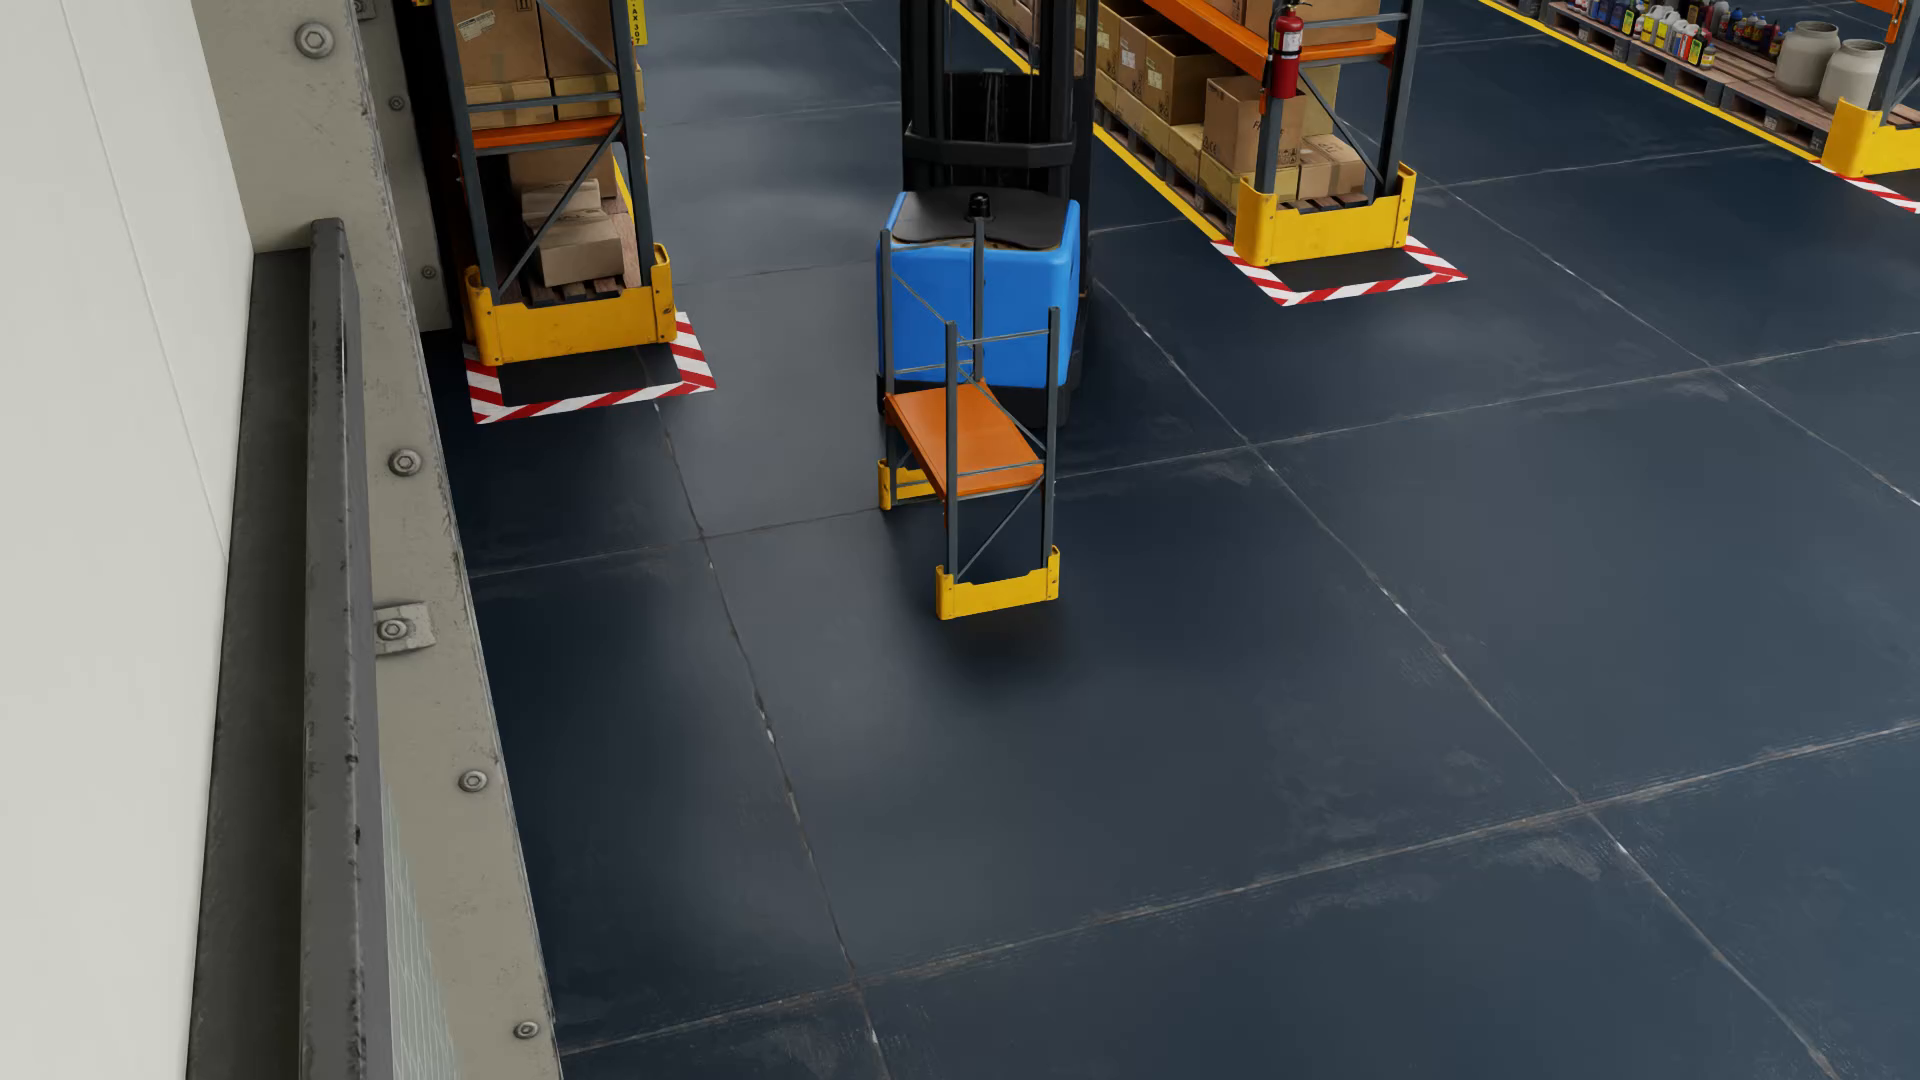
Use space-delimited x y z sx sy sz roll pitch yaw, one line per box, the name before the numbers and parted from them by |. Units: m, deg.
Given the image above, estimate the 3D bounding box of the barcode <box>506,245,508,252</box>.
barcode | -2.801 -1.800 10.284 0.001 0.075 0.075 -10 35 -15

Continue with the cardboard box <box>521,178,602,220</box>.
cardboard box | -2.589 -2.153 10.827 0.500 0.311 0.500 -7 34 -11

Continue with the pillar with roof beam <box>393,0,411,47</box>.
pillar with roof beam | -1.057 -9.013 13.727 9.100 9.000 0.400 -10 35 -15

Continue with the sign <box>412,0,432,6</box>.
sign | -2.824 -2.946 8.650 0.100 0.325 0.005 -10 35 -15

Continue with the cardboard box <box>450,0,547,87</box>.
cardboard box | -2.636 -2.884 9.331 0.500 0.500 0.500 -10 35 -15

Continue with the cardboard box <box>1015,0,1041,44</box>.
cardboard box | 0.804 -4.546 14.521 0.500 0.250 0.500 -10 35 -15

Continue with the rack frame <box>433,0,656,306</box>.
rack frame | -2.290 -2.414 9.182 1.000 3.000 0.127 -10 35 -15

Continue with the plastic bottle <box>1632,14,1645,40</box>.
plastic bottle | 5.898 -4.450 14.403 0.097 0.201 0.097 0 33 0

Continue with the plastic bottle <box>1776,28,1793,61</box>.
plastic bottle | 6.889 -4.129 13.854 0.097 0.271 0.097 0 33 0

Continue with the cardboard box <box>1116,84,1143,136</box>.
cardboard box | 1.513 -3.294 12.627 0.500 0.250 0.500 -10 35 -15

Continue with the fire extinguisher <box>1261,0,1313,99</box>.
fire extinguisher | 2.021 -3.076 10.254 0.296 0.674 0.183 -10 35 -15

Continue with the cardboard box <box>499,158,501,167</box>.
cardboard box | -3.041 -2.665 11.749 0.380 0.149 0.250 -13 36 -19

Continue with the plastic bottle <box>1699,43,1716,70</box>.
plastic bottle | 6.168 -3.986 13.701 0.097 0.201 0.097 0 33 0

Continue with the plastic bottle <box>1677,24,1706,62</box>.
plastic bottle | 6.117 -4.154 13.887 0.152 0.276 0.135 -10 35 -14

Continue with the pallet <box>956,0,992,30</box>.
pallet | 0.569 -5.207 15.939 1.003 0.211 1.213 -10 35 -15

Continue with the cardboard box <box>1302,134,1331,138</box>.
cardboard box | 2.319 -2.857 11.967 0.500 0.250 0.500 -10 35 -15

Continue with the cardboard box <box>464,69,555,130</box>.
cardboard box | -2.617 -2.572 9.540 0.500 0.250 0.500 -10 35 -14

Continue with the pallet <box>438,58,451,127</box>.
pallet | -3.749 -3.759 13.747 1.003 0.211 1.213 -10 35 -15

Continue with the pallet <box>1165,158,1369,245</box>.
pallet | 2.154 -2.480 11.811 1.003 0.211 1.213 -10 35 -15

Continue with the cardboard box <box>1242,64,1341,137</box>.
cardboard box | 2.321 -3.171 11.760 0.500 0.500 0.500 -10 35 -15

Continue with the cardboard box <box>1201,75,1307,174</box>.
cardboard box | 1.980 -2.821 11.231 0.500 0.500 0.500 -10 35 -15

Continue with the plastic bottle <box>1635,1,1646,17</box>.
plastic bottle | 5.914 -4.561 14.508 0.097 0.271 0.097 0 33 0

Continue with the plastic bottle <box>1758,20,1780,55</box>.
plastic bottle | 6.837 -4.256 14.035 0.061 0.283 0.133 -9 35 -14

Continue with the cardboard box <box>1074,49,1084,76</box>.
cardboard box | 1.207 -3.819 13.422 0.500 0.250 0.500 -10 35 -15

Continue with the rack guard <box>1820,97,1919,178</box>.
rack guard | 7.077 -3.069 12.440 1.175 0.500 0.348 -10 35 -15

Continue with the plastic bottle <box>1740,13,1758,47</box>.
plastic bottle | 6.754 -4.362 14.205 0.097 0.271 0.097 0 33 0

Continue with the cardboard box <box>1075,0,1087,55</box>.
cardboard box | 1.210 -4.132 13.216 0.500 0.500 0.500 -10 35 -15

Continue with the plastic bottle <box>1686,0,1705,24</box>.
plastic bottle | 6.463 -4.639 14.615 0.061 0.283 0.133 -10 35 -15

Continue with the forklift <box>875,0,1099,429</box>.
forklift | 0.245 -2.624 9.563 1.130 2.935 3.031 4 34 6

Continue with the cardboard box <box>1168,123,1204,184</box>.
cardboard box | 1.818 -2.769 11.833 0.500 0.250 0.500 -10 35 -15

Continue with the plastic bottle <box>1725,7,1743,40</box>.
plastic bottle | 6.692 -4.468 14.366 0.097 0.271 0.097 0 33 0

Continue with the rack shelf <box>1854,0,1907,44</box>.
rack shelf | 6.535 -4.829 13.490 1.077 0.370 4.000 -10 35 -15

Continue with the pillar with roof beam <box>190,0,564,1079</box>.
pillar with roof beam | 2.603 -2.712 4.192 9.100 9.000 0.400 -10 35 -15

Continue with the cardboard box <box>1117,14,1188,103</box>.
cardboard box | 1.510 -3.606 12.420 0.500 0.500 0.500 -10 35 -15

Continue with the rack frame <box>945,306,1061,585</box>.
rack frame | 0.181 -0.314 7.365 0.500 1.500 0.032 -10 35 -15

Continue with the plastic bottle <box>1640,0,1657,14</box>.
plastic bottle | 6.259 -4.944 15.015 0.144 0.351 0.185 -10 35 -15

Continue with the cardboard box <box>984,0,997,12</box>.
cardboard box | 0.495 -5.080 15.330 0.500 0.250 0.500 -9 35 -14

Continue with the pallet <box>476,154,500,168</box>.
pallet | -3.271 -3.004 12.604 1.003 0.211 1.213 -10 35 -15

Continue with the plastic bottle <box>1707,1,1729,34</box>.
plastic bottle | 6.599 -4.581 14.533 0.152 0.276 0.135 -9 35 -14

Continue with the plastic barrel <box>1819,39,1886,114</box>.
plastic barrel | 6.872 -3.549 12.776 0.421 0.512 0.421 0 33 0

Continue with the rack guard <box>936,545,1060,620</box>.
rack guard | 0.175 0.197 7.725 0.587 0.250 0.087 -10 35 -15

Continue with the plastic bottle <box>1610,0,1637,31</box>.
plastic bottle | 5.834 -4.665 14.593 0.144 0.351 0.185 -11 35 -17

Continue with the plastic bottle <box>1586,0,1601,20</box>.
plastic bottle | 5.730 -4.821 14.896 0.152 0.276 0.135 -9 34 -13

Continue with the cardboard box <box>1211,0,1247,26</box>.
cardboard box | 2.132 -3.812 11.208 0.700 0.500 0.500 -9 35 -13

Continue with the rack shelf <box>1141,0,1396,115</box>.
rack shelf | 1.817 -3.998 12.233 1.077 0.370 4.000 -10 35 -15

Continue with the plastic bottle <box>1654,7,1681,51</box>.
plastic bottle | 6.020 -4.345 14.108 0.144 0.351 0.185 -9 34 -13

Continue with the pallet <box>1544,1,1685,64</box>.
pallet | 6.090 -4.657 15.106 1.003 0.211 1.213 -10 35 -15

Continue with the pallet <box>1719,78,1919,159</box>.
pallet | 6.835 -3.376 13.167 1.003 0.211 1.213 -10 35 -15

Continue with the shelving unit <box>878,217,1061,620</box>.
shelving unit | 0.023 -0.586 7.776 0.587 1.500 1.083 -10 35 -15

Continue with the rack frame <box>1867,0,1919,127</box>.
rack frame | 7.145 -4.080 11.703 1.000 3.000 0.127 -10 35 -15

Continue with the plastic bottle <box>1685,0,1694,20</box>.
plastic bottle | 6.544 -4.761 14.799 0.061 0.283 0.133 -8 34 -12

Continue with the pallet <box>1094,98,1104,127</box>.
pallet | 1.409 -3.761 13.750 1.003 0.211 1.213 -10 35 -15

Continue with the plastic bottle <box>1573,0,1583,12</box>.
plastic bottle | 5.636 -4.901 15.086 0.097 0.201 0.097 0 33 0
